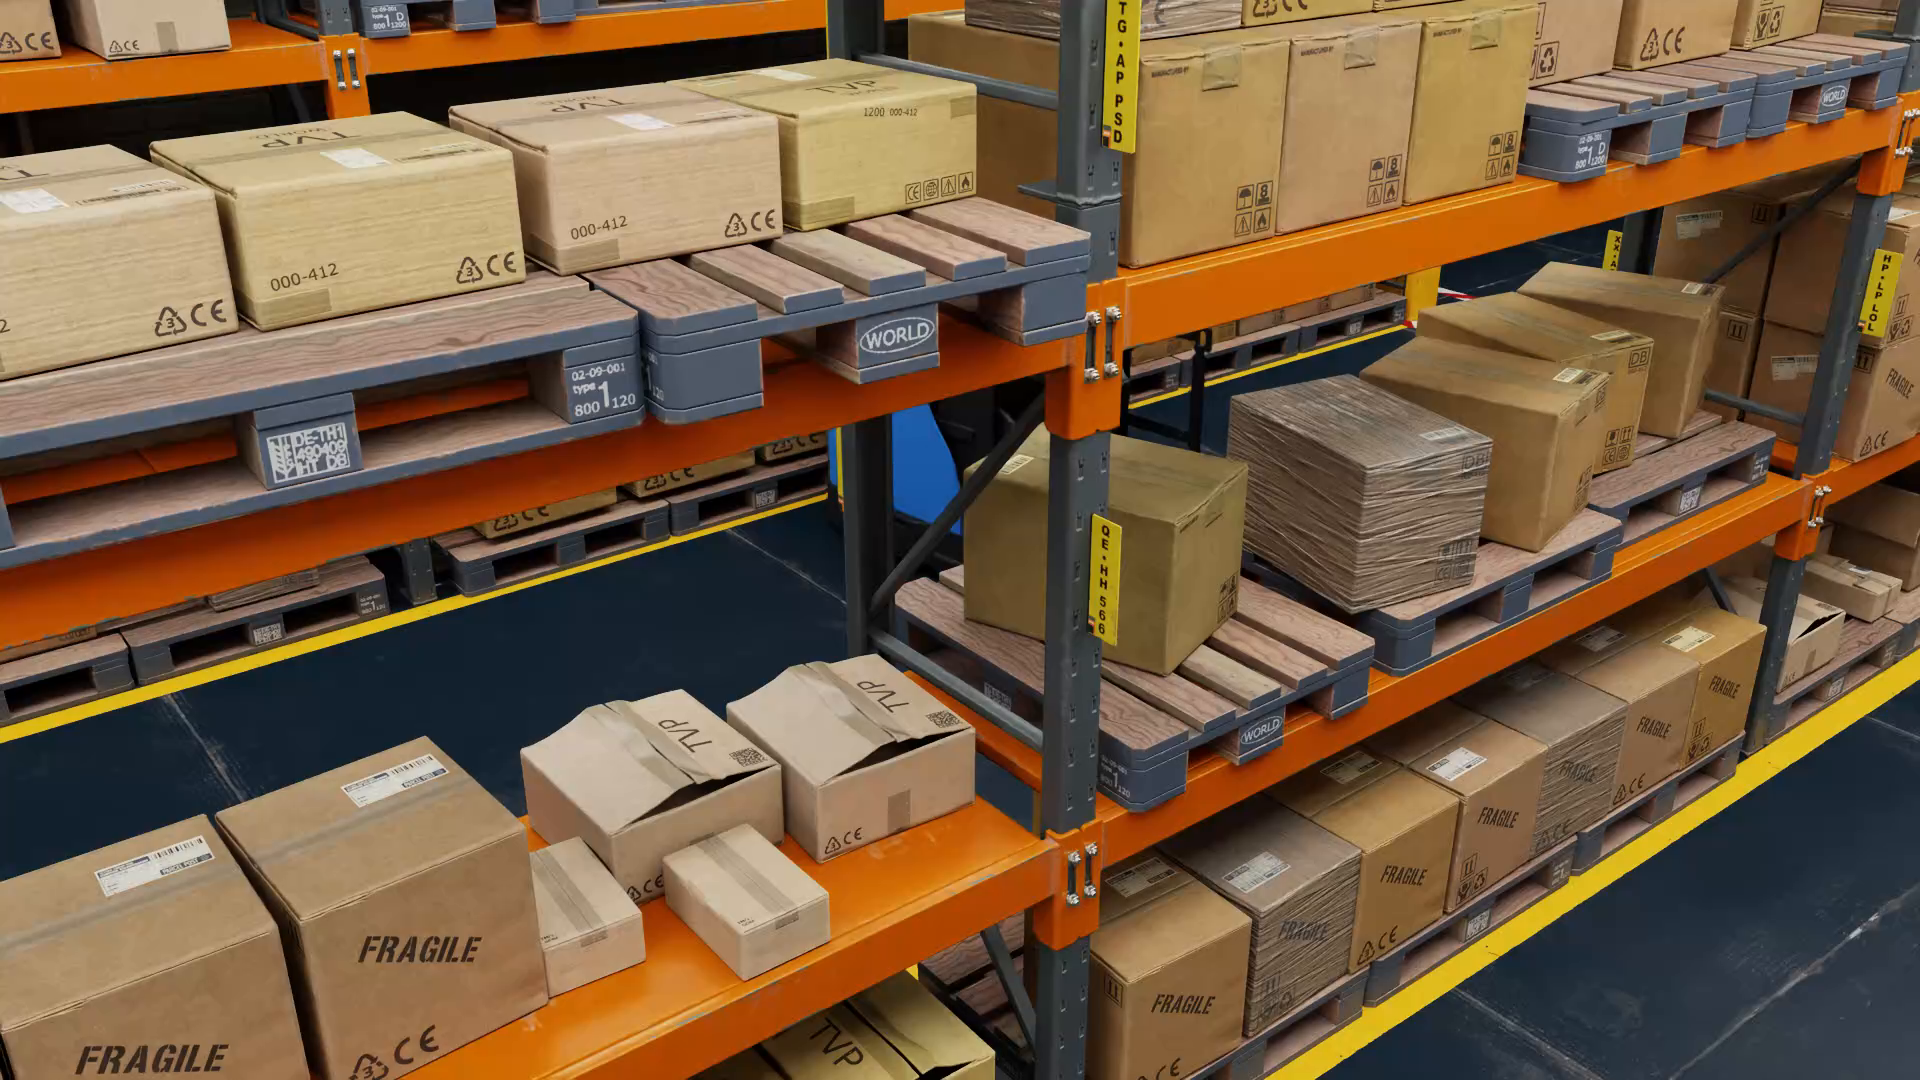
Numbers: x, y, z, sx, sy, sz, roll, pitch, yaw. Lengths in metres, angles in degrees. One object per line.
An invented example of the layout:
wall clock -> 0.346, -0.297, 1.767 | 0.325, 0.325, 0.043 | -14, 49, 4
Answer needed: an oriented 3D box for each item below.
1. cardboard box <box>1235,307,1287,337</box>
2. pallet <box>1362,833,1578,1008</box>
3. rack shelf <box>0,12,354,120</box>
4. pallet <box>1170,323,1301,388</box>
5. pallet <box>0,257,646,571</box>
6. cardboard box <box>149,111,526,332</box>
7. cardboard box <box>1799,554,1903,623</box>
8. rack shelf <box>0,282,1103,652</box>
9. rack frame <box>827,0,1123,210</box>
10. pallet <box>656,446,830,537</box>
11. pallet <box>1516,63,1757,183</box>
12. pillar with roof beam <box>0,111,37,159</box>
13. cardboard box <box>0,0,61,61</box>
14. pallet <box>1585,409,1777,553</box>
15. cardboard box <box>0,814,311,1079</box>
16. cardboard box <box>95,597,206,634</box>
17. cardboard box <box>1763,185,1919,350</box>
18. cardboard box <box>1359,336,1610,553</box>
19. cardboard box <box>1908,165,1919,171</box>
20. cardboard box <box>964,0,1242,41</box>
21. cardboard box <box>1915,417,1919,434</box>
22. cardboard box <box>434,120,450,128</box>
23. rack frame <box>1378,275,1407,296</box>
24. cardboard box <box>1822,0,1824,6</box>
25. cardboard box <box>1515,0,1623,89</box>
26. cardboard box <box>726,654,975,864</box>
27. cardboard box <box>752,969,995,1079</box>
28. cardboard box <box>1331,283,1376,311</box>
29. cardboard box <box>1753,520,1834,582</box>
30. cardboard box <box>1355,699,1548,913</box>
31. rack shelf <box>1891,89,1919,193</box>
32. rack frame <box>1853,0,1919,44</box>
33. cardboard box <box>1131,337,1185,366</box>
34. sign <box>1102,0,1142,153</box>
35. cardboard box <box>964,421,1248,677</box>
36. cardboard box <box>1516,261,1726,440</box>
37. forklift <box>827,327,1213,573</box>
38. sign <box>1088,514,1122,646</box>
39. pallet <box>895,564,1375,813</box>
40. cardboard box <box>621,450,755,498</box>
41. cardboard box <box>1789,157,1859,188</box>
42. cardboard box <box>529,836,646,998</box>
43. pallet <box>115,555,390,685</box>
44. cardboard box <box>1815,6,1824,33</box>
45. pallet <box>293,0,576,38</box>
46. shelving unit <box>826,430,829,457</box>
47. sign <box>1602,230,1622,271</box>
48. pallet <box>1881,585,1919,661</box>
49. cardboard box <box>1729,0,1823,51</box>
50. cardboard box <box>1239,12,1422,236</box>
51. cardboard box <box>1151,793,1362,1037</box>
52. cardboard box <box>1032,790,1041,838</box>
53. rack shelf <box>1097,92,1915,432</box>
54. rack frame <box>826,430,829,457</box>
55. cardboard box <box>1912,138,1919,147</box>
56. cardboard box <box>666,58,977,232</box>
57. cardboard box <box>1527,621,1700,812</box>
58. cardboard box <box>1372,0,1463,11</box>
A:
cardboard box -> 1.968, -1.857, 12.158 | 0.500, 0.500, 0.700 | -19, 31, -36
pallet -> 1.581, 1.211, 6.391 | 1.213, 0.211, 1.003 | -18, 31, -34
rack shelf -> -4.623, -1.712, 6.668 | 4.000, 0.370, 1.077 | -18, 31, -34
pallet -> 1.706, -1.462, 12.150 | 1.213, 0.211, 1.003 | -18, 31, -34
pallet -> -1.346, -0.335, 3.070 | 1.213, 0.211, 1.003 | -17, 30, -32
cardboard box -> -1.170, -0.617, 3.133 | 0.500, 0.250, 0.500 | -19, 31, -35
cardboard box -> 4.297, 0.224, 8.048 | 0.250, 0.166, 0.380 | -18, 31, -34
rack shelf -> -1.563, -0.072, 3.134 | 4.000, 0.370, 1.077 | -18, 31, -34
rack frame -> 0.011, -2.279, 3.471 | 0.127, 3.000, 1.000 | -18, 31, -34
pallet -> -1.423, -0.428, 9.921 | 1.213, 0.211, 1.003 | -18, 31, -34
pallet -> 1.788, -1.455, 5.483 | 1.003, 0.211, 1.213 | -18, 31, -34
pillar with roof beam -> -1.949, -2.442, 3.821 | 0.400, 9.000, 9.100 | -18, 31, -34
cardboard box -> -4.126, -2.308, 6.951 | 0.637, 0.503, 0.797 | -14, 28, -27
pallet -> 2.462, -0.338, 6.643 | 1.213, 0.211, 1.003 | -18, 31, -34
cardboard box -> -1.714, 0.975, 3.467 | 0.500, 0.500, 0.500 | -18, 30, -34
cardboard box -> -4.060, 0.036, 8.055 | 0.500, 0.500, 0.700 | -18, 31, -34
cardboard box -> 3.703, -1.125, 6.804 | 0.500, 0.500, 0.500 | -17, 30, -33
cardboard box -> 1.806, -0.353, 5.830 | 0.700, 0.500, 0.500 | 18, 30, 33
cardboard box -> 4.513, -1.392, 7.380 | 0.500, 0.500, 0.500 | -19, 31, -35
cardboard box -> 0.358, -1.528, 4.110 | 0.500, 0.500, 0.500 | -18, 31, -34
cardboard box -> 4.129, -0.818, 7.331 | 0.500, 0.500, 0.500 | -18, 30, -33
cardboard box -> -2.442, -2.064, 8.748 | 0.500, 0.250, 0.500 | -19, 31, -36
rack frame -> 3.246, -3.276, 12.745 | 0.127, 3.000, 1.000 | -18, 31, -34
cardboard box -> 3.374, -2.332, 6.733 | 0.500, 0.250, 0.500 | -18, 31, -34
cardboard box -> 1.669, -1.785, 5.233 | 0.600, 0.600, 0.600 | -20, 31, -36
cardboard box -> -0.302, 0.563, 4.580 | 0.500, 0.311, 0.500 | -16, 29, -31
cardboard box -> -0.249, 1.462, 4.637 | 0.500, 0.311, 0.500 | -17, 30, -33
cardboard box -> 2.757, -2.117, 12.720 | 0.500, 0.500, 0.700 | -18, 31, -34
cardboard box -> 4.022, -0.013, 8.387 | 0.500, 0.311, 0.500 | -18, 31, -34
cardboard box -> 1.759, 0.949, 6.088 | 0.500, 0.500, 0.500 | -19, 31, -36
rack shelf -> 4.732, -2.150, 7.612 | 4.000, 0.370, 1.077 | -18, 31, -34
rack frame -> 3.158, -3.318, 5.710 | 0.127, 3.000, 1.000 | -18, 31, -34
cardboard box -> 1.148, -1.583, 11.568 | 0.500, 0.500, 0.700 | -19, 31, -35
sign -> 0.347, -1.003, 3.576 | 0.005, 0.325, 0.100 | -18, 31, -34
cardboard box -> 0.437, 0.006, 5.057 | 0.700, 0.500, 0.500 | 15, 29, 29
cardboard box -> 2.648, -0.784, 6.757 | 0.700, 0.500, 0.500 | 15, 29, 29
forklift -> 0.678, -1.098, 8.134 | 3.031, 2.935, 1.130 | 22, 33, 39
sign -> 0.356, 0.100, 4.095 | 0.005, 0.325, 0.100 | -18, 31, -34
pallet -> 0.501, 0.330, 5.203 | 1.003, 0.211, 1.213 | -18, 31, -34
cardboard box -> -1.696, -0.786, 9.435 | 0.750, 0.750, 0.750 | -18, 31, -34
cardboard box -> 3.798, -1.447, 7.497 | 0.500, 0.500, 0.500 | -19, 31, -35
cardboard box -> -0.958, 0.906, 4.032 | 0.250, 0.149, 0.380 | -16, 29, -30
pallet -> -3.665, 0.270, 8.418 | 1.213, 0.211, 1.003 | -18, 31, -34
cardboard box -> 3.377, -2.104, 6.835 | 0.500, 0.250, 0.500 | -18, 31, -34
pallet -> -2.575, -2.657, 8.074 | 1.003, 0.211, 1.213 | -17, 30, -32
shelving unit -> -0.504, -1.271, 9.410 | 0.503, 2.100, 0.431 | -23, 31, -34
sign -> 2.818, -1.167, 7.173 | 0.005, 0.325, 0.100 | -18, 31, -34
pallet -> 4.660, 0.172, 8.630 | 1.213, 0.211, 1.003 | -18, 31, -34
cardboard box -> 2.717, -2.132, 5.981 | 0.600, 0.600, 0.600 | -22, 33, -39
cardboard box -> 0.735, -1.221, 4.635 | 0.500, 0.500, 0.910 | -18, 31, -34
cardboard box -> 0.954, 1.215, 5.515 | 0.500, 0.500, 0.500 | -20, 31, -36
cardboard box -> 0.602, 1.056, 5.858 | 0.500, 0.500, 0.500 | -17, 30, -32
rack shelf -> 1.585, -1.111, 5.373 | 4.000, 0.370, 1.077 | -18, 31, -34
rack frame -> -0.690, -1.193, 9.272 | 0.015, 2.100, 0.400 | -23, 31, -34
cardboard box -> 4.592, -1.708, 8.060 | 0.500, 0.500, 0.500 | -19, 31, -34
cardboard box -> -0.312, -0.904, 3.751 | 0.500, 0.250, 0.500 | -21, 32, -38
cardboard box -> 2.553, 0.686, 6.655 | 0.500, 0.500, 0.500 | -18, 30, -34
cardboard box -> 1.161, -1.793, 4.681 | 0.500, 0.500, 0.500 | -18, 31, -34
